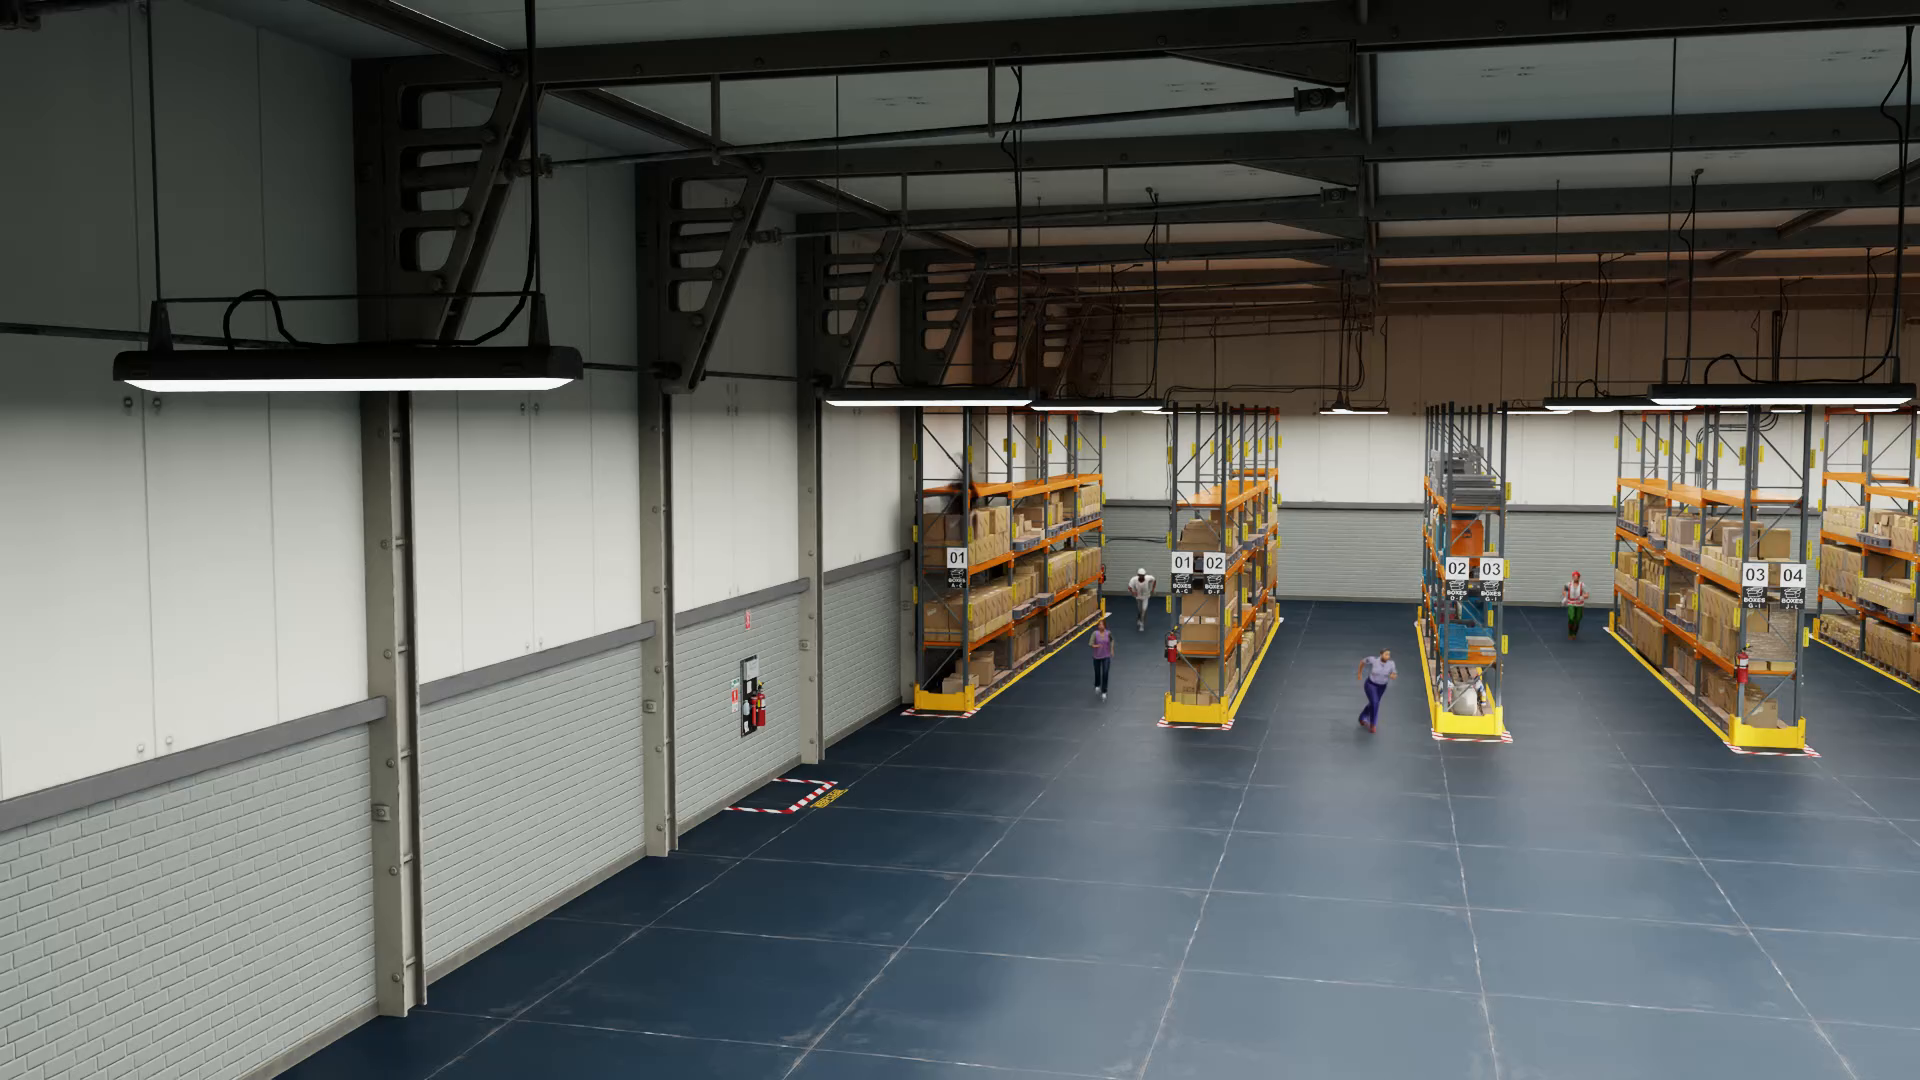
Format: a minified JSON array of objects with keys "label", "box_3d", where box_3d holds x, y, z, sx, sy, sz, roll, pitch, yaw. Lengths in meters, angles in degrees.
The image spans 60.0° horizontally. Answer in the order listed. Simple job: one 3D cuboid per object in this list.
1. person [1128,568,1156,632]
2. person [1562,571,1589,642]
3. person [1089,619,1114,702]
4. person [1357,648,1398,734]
[{"label":"person","box_3d":[4.900,1.589,44.836,0.742,1.715,1.048,0,4,3]},{"label":"person","box_3d":[15.728,1.702,42.489,0.630,1.817,0.798,1,4,17]},{"label":"person","box_3d":[2.871,2.411,33.773,0.531,1.625,0.822,0,4,1]},{"label":"person","box_3d":[7.615,2.697,30.343,0.583,1.544,0.995,-1,4,-13]}]
